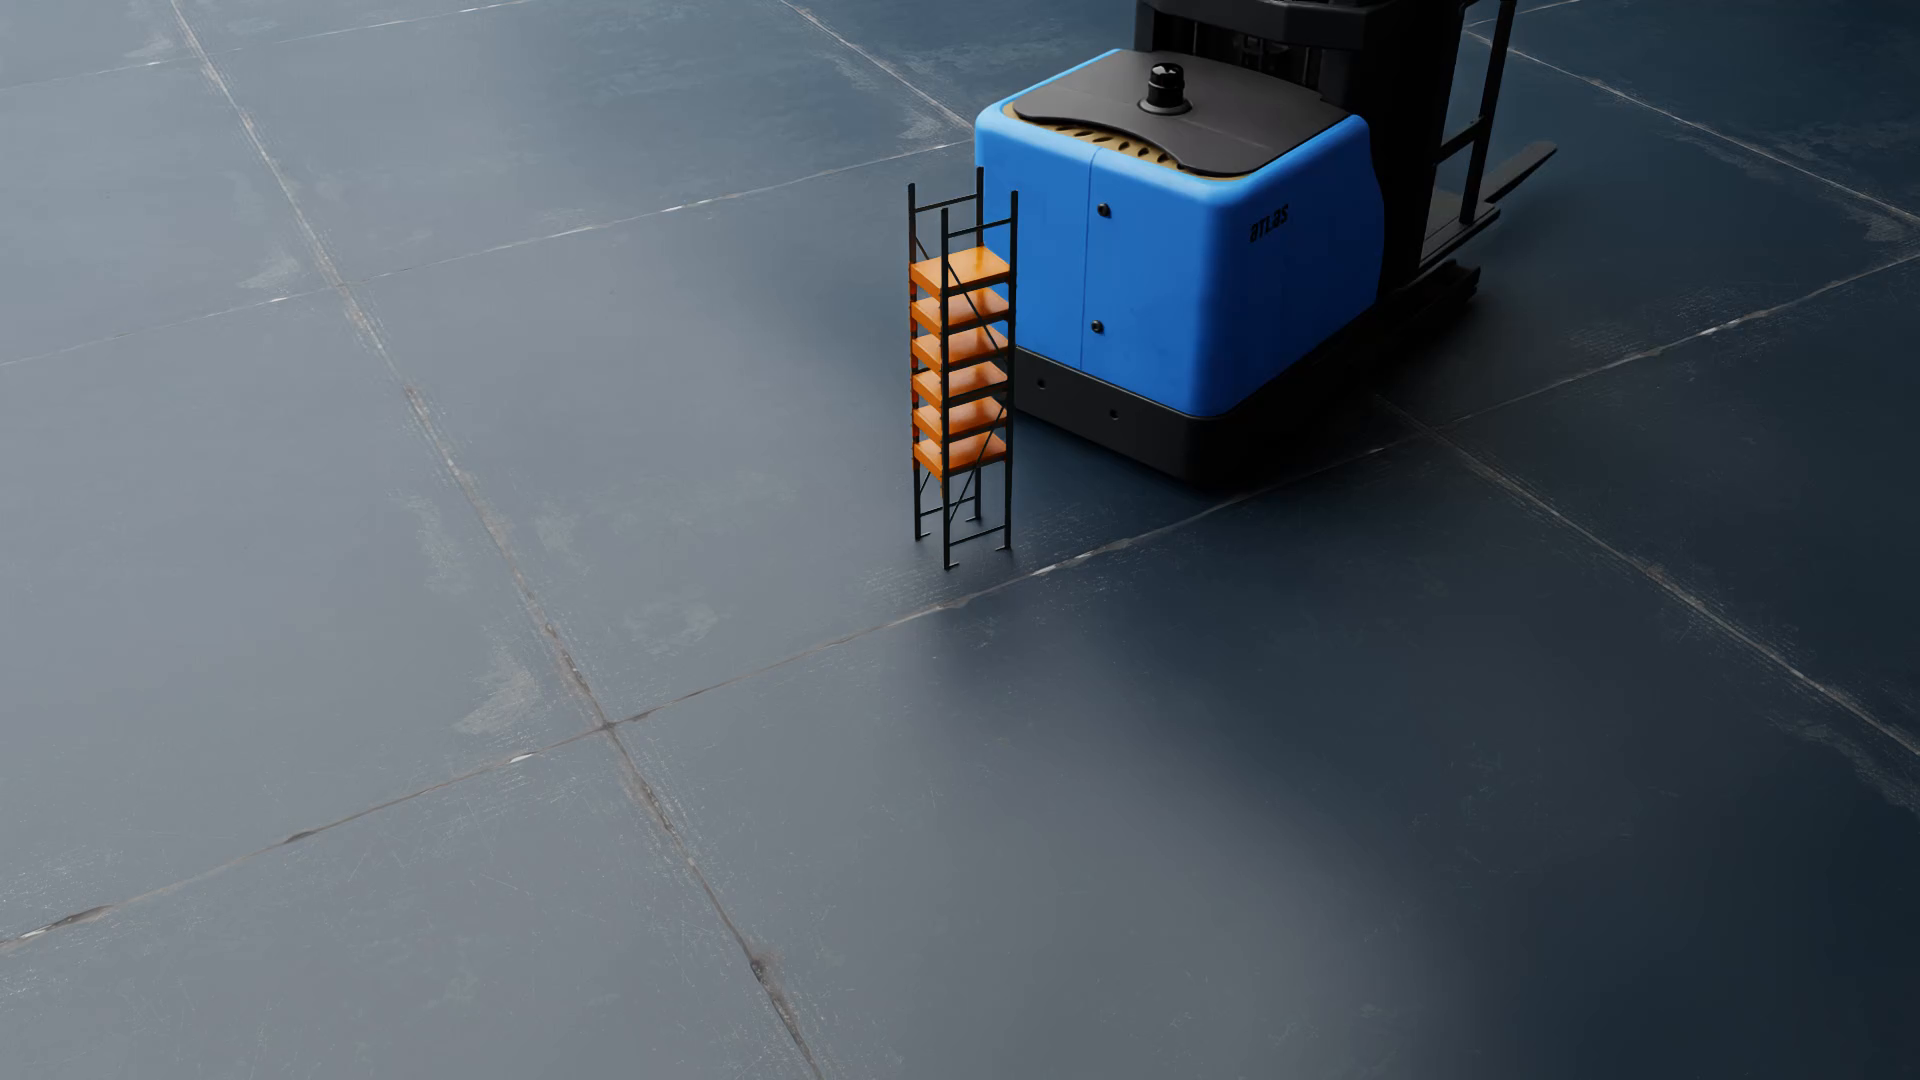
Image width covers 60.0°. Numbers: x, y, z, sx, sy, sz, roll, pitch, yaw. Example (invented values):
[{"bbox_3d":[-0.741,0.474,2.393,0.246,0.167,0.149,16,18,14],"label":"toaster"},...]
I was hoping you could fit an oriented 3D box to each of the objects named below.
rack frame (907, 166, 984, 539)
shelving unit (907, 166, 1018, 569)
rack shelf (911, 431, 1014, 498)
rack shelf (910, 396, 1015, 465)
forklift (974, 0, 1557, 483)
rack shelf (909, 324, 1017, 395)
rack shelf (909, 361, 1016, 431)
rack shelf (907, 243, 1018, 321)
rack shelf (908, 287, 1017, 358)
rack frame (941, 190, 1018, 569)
[{"bbox_3d":[-0.039,-0.524,4.950,0.240,1.200,0.006,-19,40,-24],"label":"rack frame"},{"bbox_3d":[0.007,-0.477,4.886,0.258,1.200,0.189,-19,40,-24],"label":"shelving unit"},{"bbox_3d":[0.007,-0.247,5.054,0.258,0.103,0.180,-19,40,-24],"label":"rack shelf"},{"bbox_3d":[0.007,-0.344,4.983,0.258,0.103,0.180,-19,40,-24],"label":"rack shelf"},{"bbox_3d":[1.366,-2.167,5.732,1.130,2.935,3.031,26,44,31],"label":"forklift"},{"bbox_3d":[0.007,-0.538,4.841,0.258,0.103,0.180,-19,40,-24],"label":"rack shelf"},{"bbox_3d":[0.007,-0.441,4.912,0.258,0.103,0.180,-19,40,-24],"label":"rack shelf"},{"bbox_3d":[0.007,-0.732,4.700,0.258,0.103,0.180,-19,40,-24],"label":"rack shelf"},{"bbox_3d":[0.007,-0.635,4.771,0.258,0.103,0.180,-19,40,-24],"label":"rack shelf"},{"bbox_3d":[0.053,-0.430,4.822,0.240,1.200,0.006,-19,40,-24],"label":"rack frame"}]
